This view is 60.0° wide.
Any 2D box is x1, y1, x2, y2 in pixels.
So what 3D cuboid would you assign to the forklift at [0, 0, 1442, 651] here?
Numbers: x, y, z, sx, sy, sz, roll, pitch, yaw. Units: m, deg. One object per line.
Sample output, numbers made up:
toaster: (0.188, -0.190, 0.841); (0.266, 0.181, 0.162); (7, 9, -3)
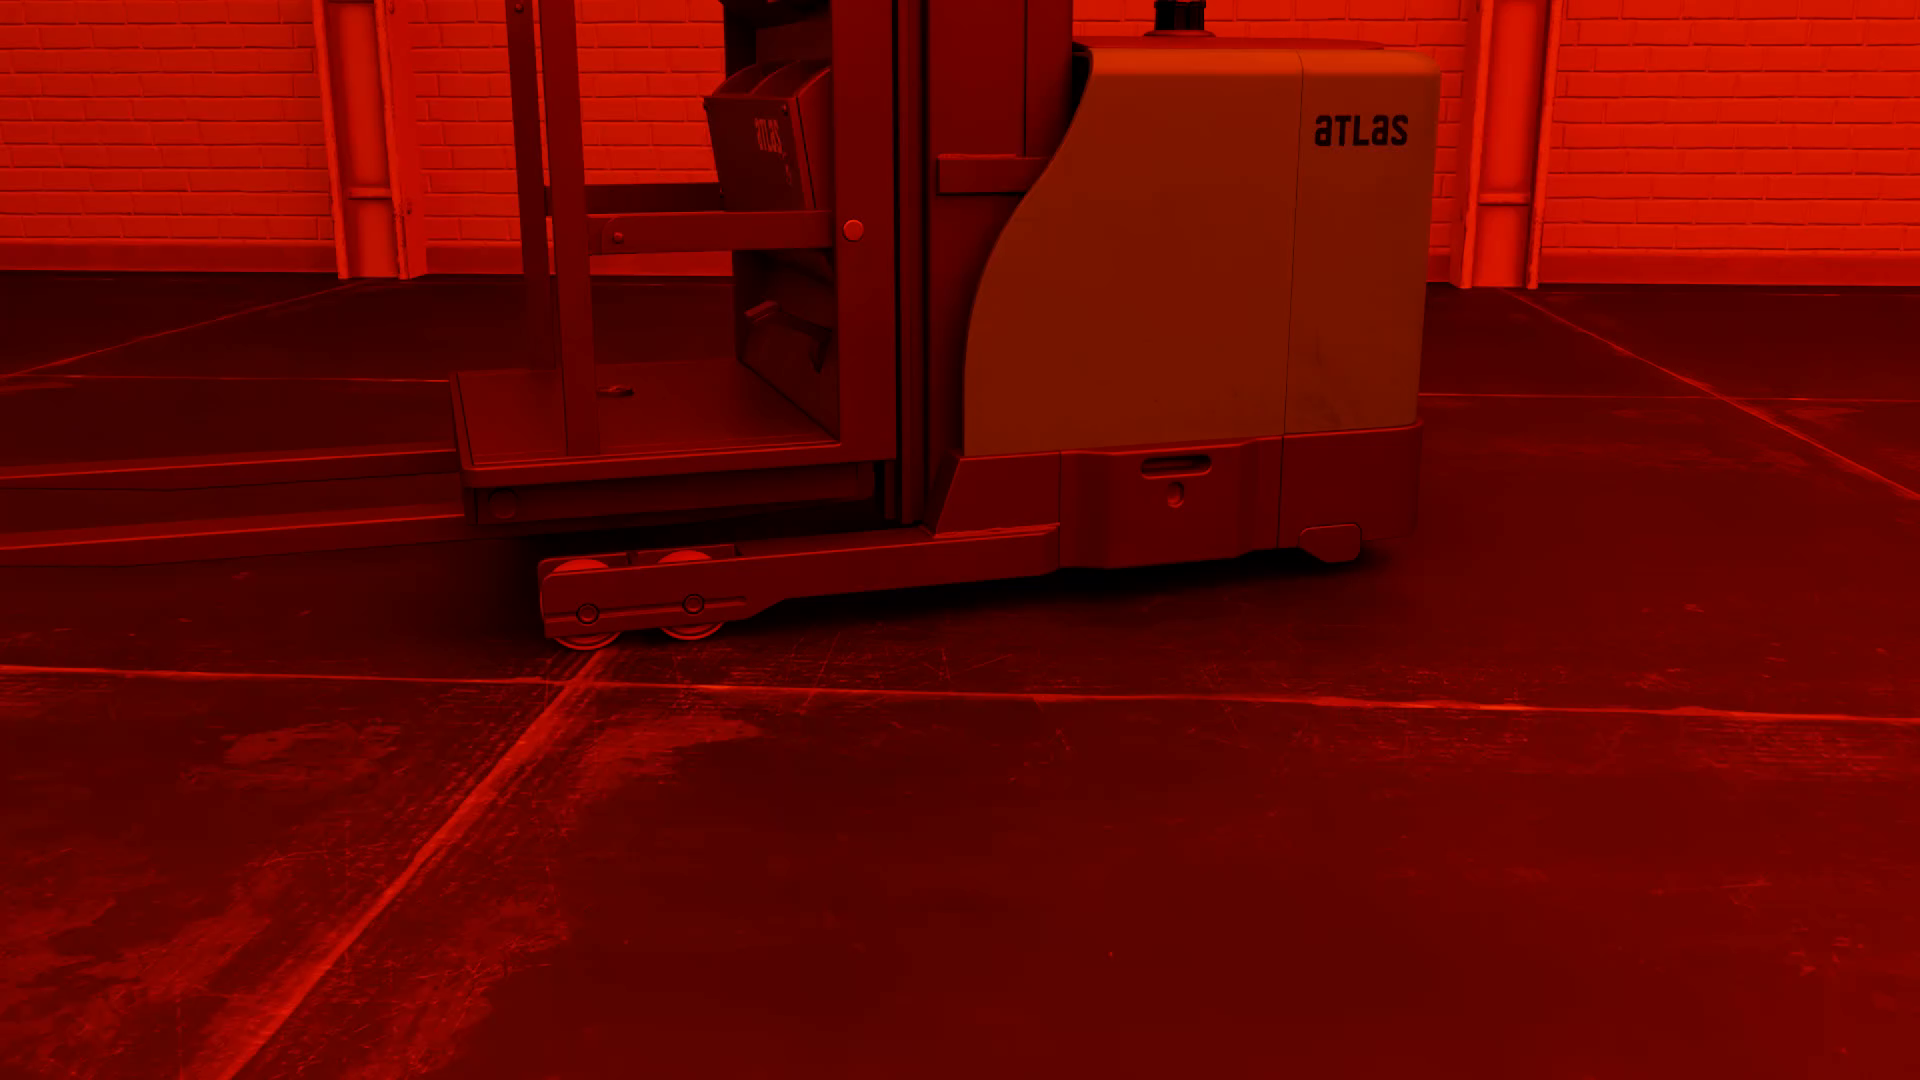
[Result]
forklift: (-0.580, -1.366, 3.251); (3.031, 2.935, 1.130); (-5, 16, -17)
